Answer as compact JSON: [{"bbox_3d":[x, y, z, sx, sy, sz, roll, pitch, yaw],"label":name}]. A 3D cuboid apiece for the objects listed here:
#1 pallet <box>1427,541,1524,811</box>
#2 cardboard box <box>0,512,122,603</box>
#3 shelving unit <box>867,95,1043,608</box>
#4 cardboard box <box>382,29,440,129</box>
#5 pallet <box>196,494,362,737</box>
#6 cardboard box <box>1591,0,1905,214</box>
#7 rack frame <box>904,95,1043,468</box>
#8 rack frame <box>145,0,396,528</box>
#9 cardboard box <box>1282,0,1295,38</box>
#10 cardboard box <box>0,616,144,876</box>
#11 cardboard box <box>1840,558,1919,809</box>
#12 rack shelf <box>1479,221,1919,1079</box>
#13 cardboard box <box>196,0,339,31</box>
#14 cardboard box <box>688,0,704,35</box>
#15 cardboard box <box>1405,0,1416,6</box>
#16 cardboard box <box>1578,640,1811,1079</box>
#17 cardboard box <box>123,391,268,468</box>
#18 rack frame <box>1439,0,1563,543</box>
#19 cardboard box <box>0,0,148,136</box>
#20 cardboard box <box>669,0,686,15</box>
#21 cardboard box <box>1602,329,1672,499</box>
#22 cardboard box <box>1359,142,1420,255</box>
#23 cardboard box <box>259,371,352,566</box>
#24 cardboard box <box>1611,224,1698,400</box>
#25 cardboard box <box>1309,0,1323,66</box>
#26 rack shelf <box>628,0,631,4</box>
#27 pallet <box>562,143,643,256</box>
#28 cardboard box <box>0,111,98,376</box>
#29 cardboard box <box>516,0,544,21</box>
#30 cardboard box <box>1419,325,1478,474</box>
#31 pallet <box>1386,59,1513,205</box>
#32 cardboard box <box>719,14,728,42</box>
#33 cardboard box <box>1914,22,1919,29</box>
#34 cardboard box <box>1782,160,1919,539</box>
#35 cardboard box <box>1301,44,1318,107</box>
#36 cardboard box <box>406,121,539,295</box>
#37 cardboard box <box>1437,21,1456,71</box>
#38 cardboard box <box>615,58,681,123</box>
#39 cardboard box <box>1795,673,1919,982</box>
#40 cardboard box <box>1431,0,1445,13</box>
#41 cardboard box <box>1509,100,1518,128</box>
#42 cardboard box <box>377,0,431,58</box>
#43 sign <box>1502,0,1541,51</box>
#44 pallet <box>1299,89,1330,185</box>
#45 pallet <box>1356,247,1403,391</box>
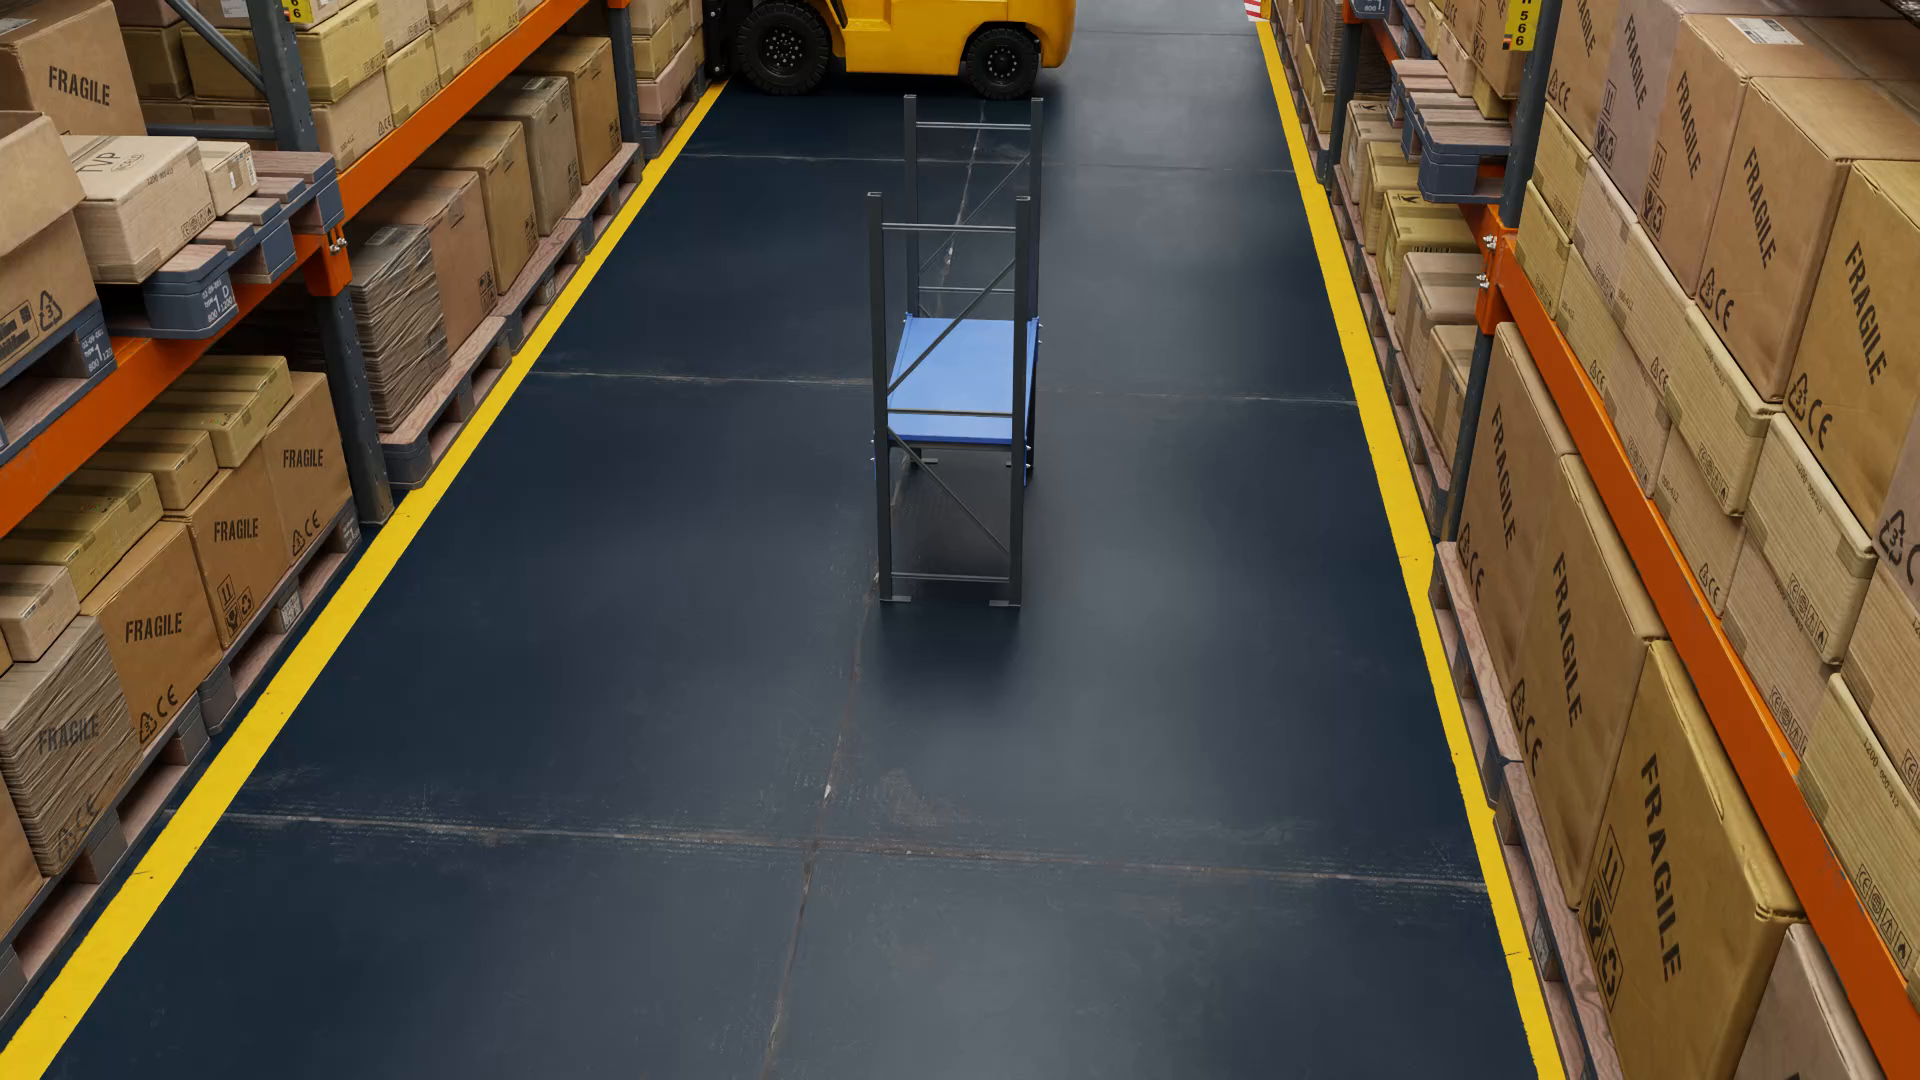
[{"bbox_3d":[2.121,0.428,5.355,1.003,0.211,1.213,2,32,4],"label":"pallet"},{"bbox_3d":[-2.619,0.046,4.680,0.380,0.149,0.250,2,32,3],"label":"cardboard box"},{"bbox_3d":[0.007,-0.683,5.929,0.538,1.500,1.048,2,32,4],"label":"shelving unit"},{"bbox_3d":[-2.362,-1.799,6.453,0.500,0.250,0.500,2,32,3],"label":"cardboard box"},{"bbox_3d":[-2.786,0.197,5.729,1.003,0.211,1.213,2,32,4],"label":"pallet"},{"bbox_3d":[1.945,-1.130,4.176,0.500,0.500,0.500,3,32,4],"label":"cardboard box"},{"bbox_3d":[0.048,-0.949,6.360,0.500,1.500,0.032,2,32,4],"label":"rack frame"},{"bbox_3d":[-2.688,-1.379,5.628,1.000,3.000,0.127,2,32,4],"label":"rack frame"},{"bbox_3d":[2.521,-3.683,11.588,0.500,0.250,0.500,4,32,6],"label":"cardboard box"},{"bbox_3d":[-2.623,0.544,4.490,0.500,0.500,0.500,1,32,2],"label":"cardboard box"},{"bbox_3d":[1.761,0.271,2.617,0.500,0.250,0.500,3,32,5],"label":"cardboard box"},{"bbox_3d":[2.097,0.183,3.779,1.077,0.370,4.000,2,32,4],"label":"rack shelf"},{"bbox_3d":[-2.368,-1.851,5.682,0.380,0.149,0.250,3,32,5],"label":"cardboard box"},{"bbox_3d":[-1.923,-3.457,10.744,0.500,0.250,0.500,2,32,4],"label":"cardboard box"},{"bbox_3d":[2.092,-2.376,7.086,0.380,0.149,0.250,4,32,6],"label":"cardboard box"},{"bbox_3d":[1.971,0.848,3.639,0.875,0.875,0.875,3,32,5],"label":"cardboard box"},{"bbox_3d":[-2.467,-0.356,5.333,0.380,0.149,0.250,1,32,1],"label":"cardboard box"},{"bbox_3d":[2.260,-1.169,5.287,1.000,3.000,0.127,2,32,4],"label":"rack frame"},{"bbox_3d":[-2.885,-1.338,5.066,0.500,0.500,0.500,4,32,6],"label":"cardboard box"},{"bbox_3d":[-1.958,-3.411,10.193,0.500,0.250,0.500,3,32,4],"label":"cardboard box"},{"bbox_3d":[1.897,-0.316,4.047,0.500,0.250,0.500,3,32,6],"label":"cardboard box"},{"bbox_3d":[2.490,-1.670,8.205,0.950,0.372,0.625,4,32,7],"label":"cardboard box"},{"bbox_3d":[-2.508,-0.263,5.800,0.500,0.500,0.500,3,32,5],"label":"cardboard box"},{"bbox_3d":[1.877,-0.533,3.922,0.500,0.250,0.500,2,32,4],"label":"cardboard box"},{"bbox_3d":[2.406,-3.175,10.048,0.500,0.500,0.500,3,32,5],"label":"cardboard box"},{"bbox_3d":[-2.199,-4.210,10.908,1.077,0.370,4.000,2,32,4],"label":"rack shelf"},{"bbox_3d":[-2.383,-1.896,9.126,1.003,0.211,1.213,2,32,4],"label":"pallet"},{"bbox_3d":[-2.636,-0.740,4.093,0.797,0.503,0.637,2,32,3],"label":"cardboard box"},{"bbox_3d":[-2.249,-2.610,7.769,0.500,0.250,0.500,3,32,4],"label":"cardboard box"},{"bbox_3d":[2.316,-0.524,6.345,0.950,0.372,0.625,0,32,1],"label":"cardboard box"},{"bbox_3d":[2.212,-1.464,5.950,1.213,0.211,1.003,2,32,4],"label":"pallet"},{"bbox_3d":[-1.879,-3.518,11.319,0.500,0.250,0.500,3,32,6],"label":"cardboard box"},{"bbox_3d":[2.398,-0.827,3.685,0.500,0.500,0.500,2,32,4],"label":"cardboard box"},{"bbox_3d":[1.816,-0.325,2.869,0.500,0.500,0.500,3,32,5],"label":"cardboard box"},{"bbox_3d":[2.399,-2.868,10.265,0.500,0.250,0.500,2,32,3],"label":"cardboard box"},{"bbox_3d":[-2.523,-1.566,7.795,0.875,0.625,0.625,1,32,2],"label":"cardboard box"},{"bbox_3d":[2.006,-1.830,6.200,0.380,0.149,0.250,1,32,2],"label":"cardboard box"},{"bbox_3d":[-1.992,-2.717,10.021,0.500,0.250,0.500,3,32,4],"label":"cardboard box"},{"bbox_3d":[1.762,0.475,2.763,0.500,0.250,0.500,2,32,3],"label":"cardboard box"},{"bbox_3d":[2.091,-2.301,6.345,0.500,0.500,0.500,0,32,1],"label":"cardboard box"},{"bbox_3d":[2.052,-1.422,5.537,0.380,0.149,0.250,4,32,6],"label":"cardboard box"},{"bbox_3d":[-2.366,-2.011,6.321,0.500,0.250,0.500,3,32,6],"label":"cardboard box"},{"bbox_3d":[1.718,-1.646,5.034,0.100,0.325,0.005,2,32,4],"label":"sign"},{"bbox_3d":[2.605,-2.426,9.985,1.003,0.211,1.213,2,32,4],"label":"pallet"},{"bbox_3d":[2.427,-1.026,7.714,1.003,0.211,1.213,2,32,4],"label":"pallet"}]
